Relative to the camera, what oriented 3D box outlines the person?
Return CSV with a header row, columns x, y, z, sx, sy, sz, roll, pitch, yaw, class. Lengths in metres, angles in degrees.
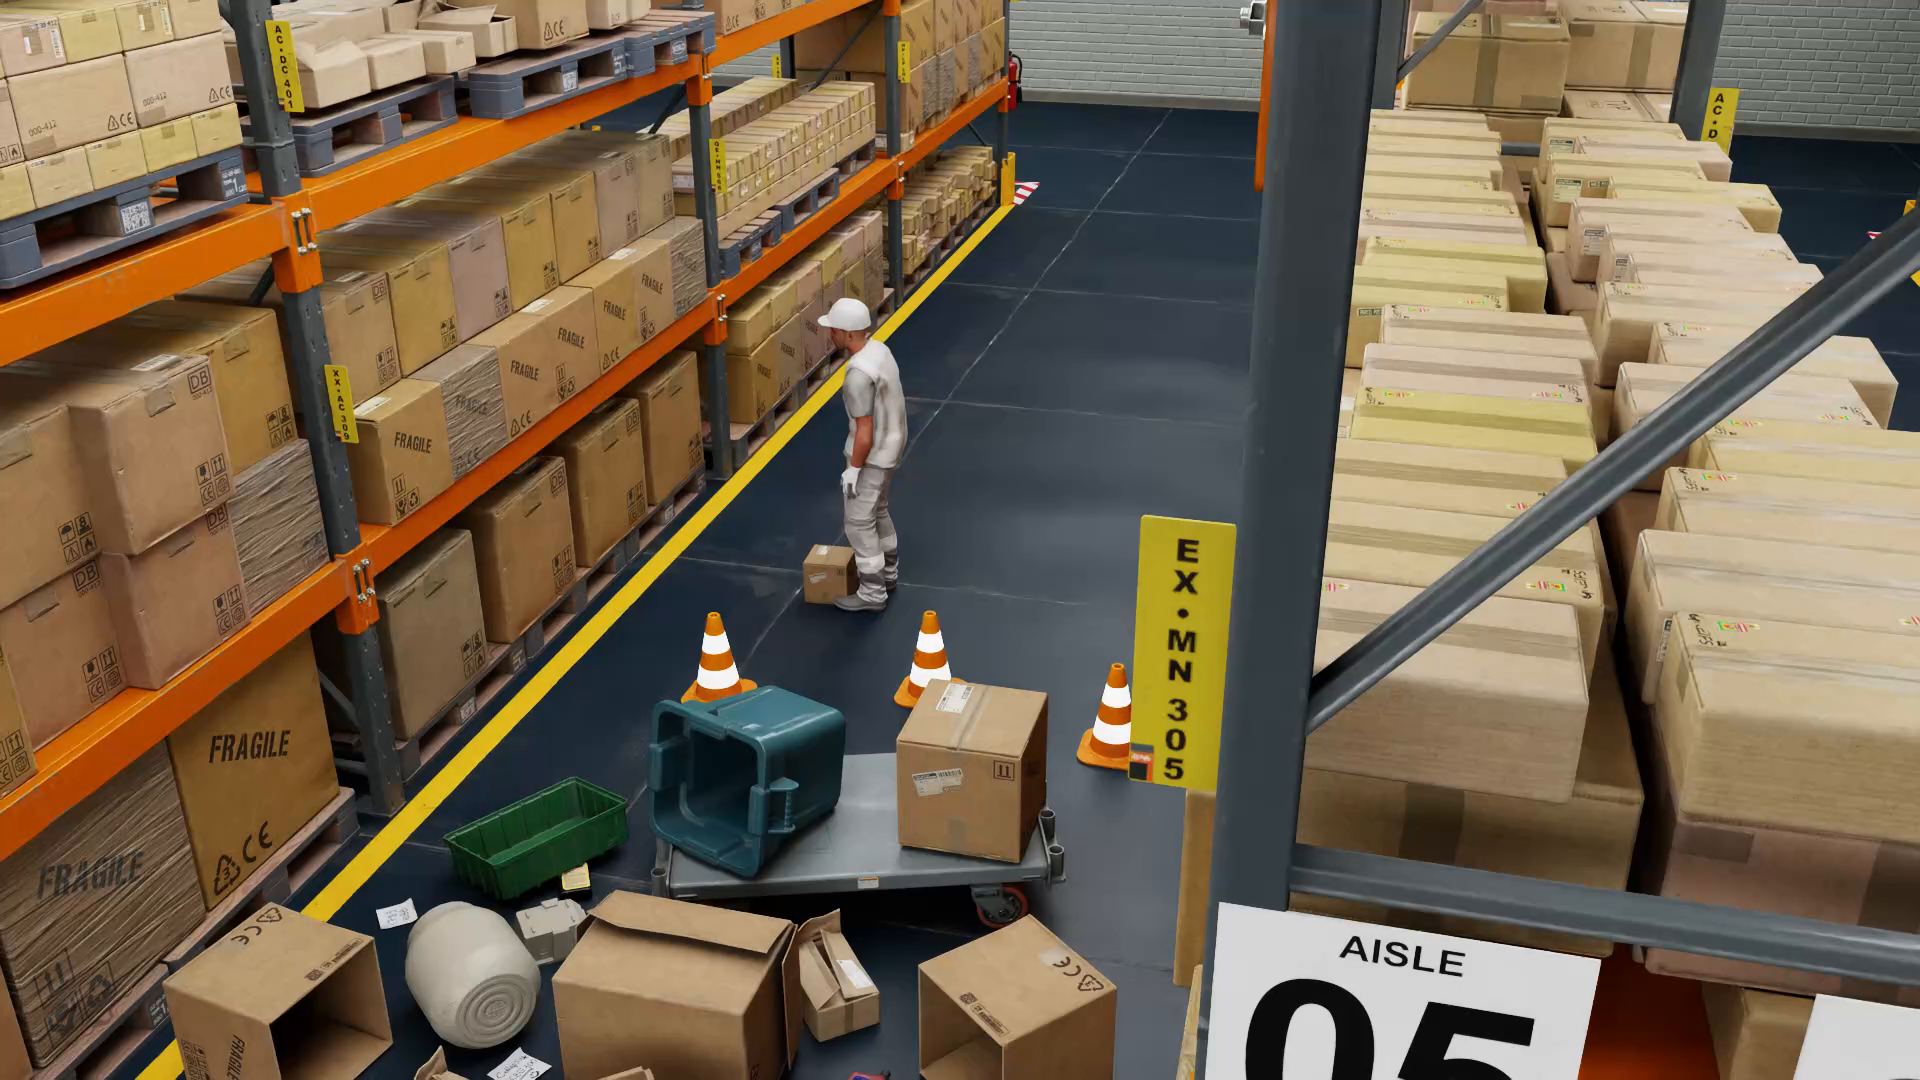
x,y,z,sx,sy,sz,roll,pitch,yaw,class
-0.519,-0.463,9.080,0.452,1.778,0.613,5,26,10,person
